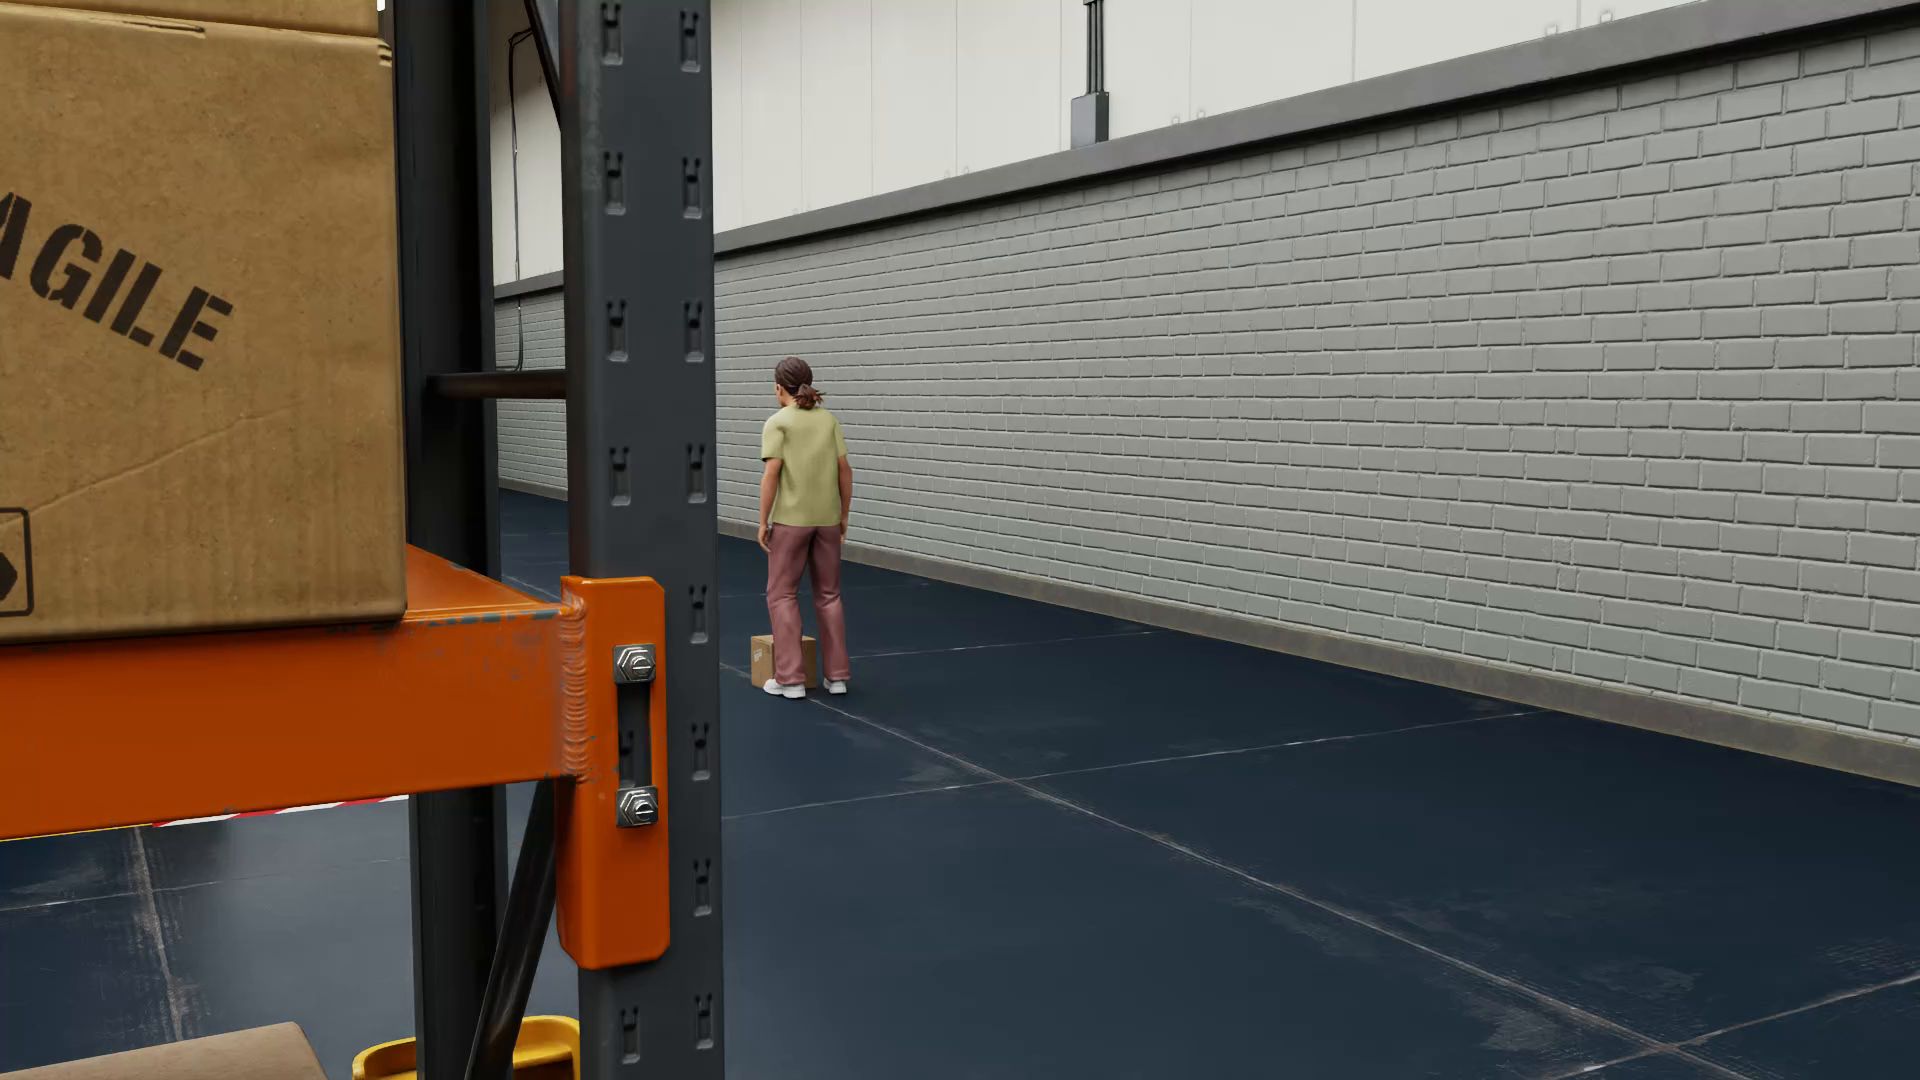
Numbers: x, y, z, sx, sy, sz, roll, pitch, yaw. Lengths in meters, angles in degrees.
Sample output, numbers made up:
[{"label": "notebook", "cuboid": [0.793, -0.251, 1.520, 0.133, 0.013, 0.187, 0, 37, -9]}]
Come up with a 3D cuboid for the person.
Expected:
[{"label": "person", "cuboid": [-0.772, -0.065, 8.204, 0.515, 1.671, 0.361, -3, 6, -32]}]
